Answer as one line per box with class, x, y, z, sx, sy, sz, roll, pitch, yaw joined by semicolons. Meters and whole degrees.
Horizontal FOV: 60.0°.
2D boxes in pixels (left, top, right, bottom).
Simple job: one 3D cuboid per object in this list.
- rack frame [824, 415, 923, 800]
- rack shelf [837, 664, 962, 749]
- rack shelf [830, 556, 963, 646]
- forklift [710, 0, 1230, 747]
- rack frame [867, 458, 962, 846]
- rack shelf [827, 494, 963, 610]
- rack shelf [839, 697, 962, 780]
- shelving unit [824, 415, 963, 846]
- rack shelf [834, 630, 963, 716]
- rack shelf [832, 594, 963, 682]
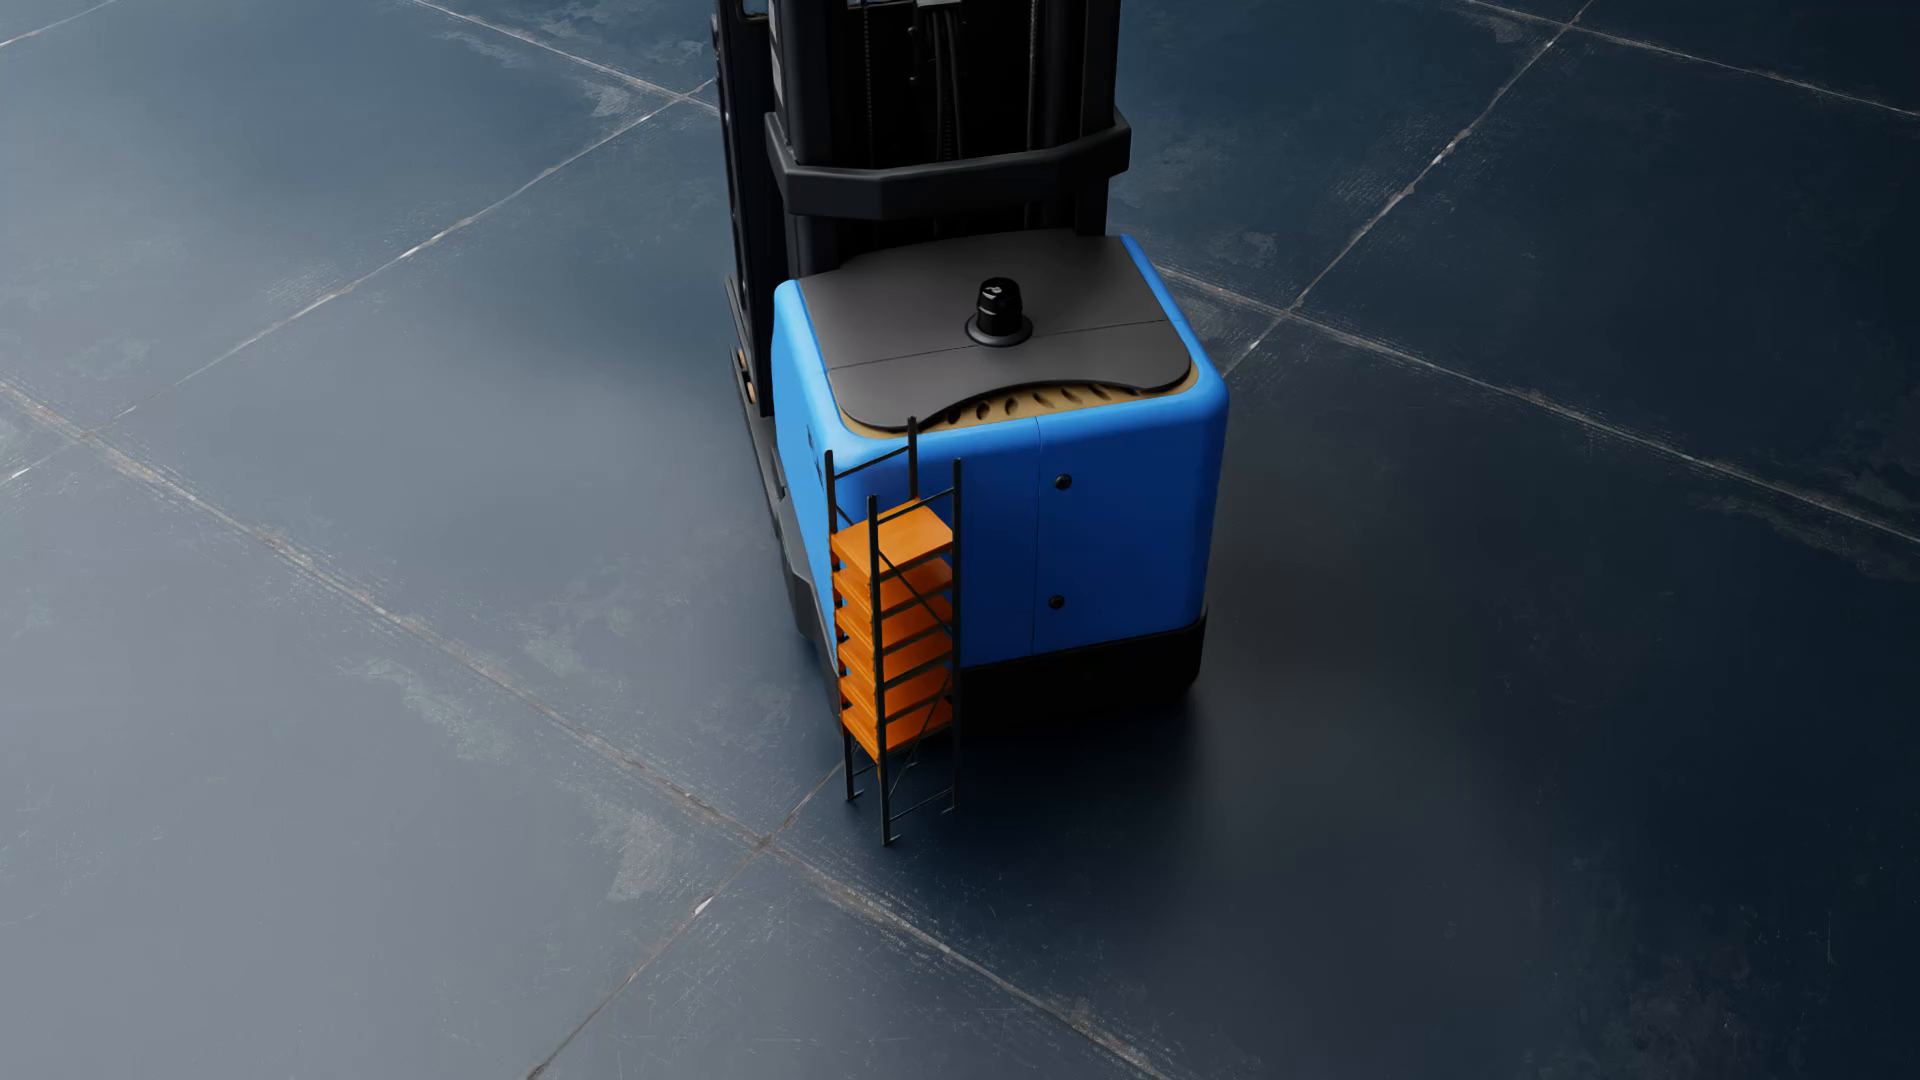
rack frame;-0.202;0.208;4.116;0.240;1.200;0.006;-24;47;-25
rack shelf;-0.151;0.381;4.170;0.258;0.103;0.180;-24;47;-25
rack shelf;-0.150;0.114;3.929;0.258;0.103;0.180;-24;47;-25
forklift;-0.175;-1.523;4.754;1.130;2.935;3.031;-10;43;-11
rack frame;-0.099;0.310;4.004;0.240;1.200;0.006;-24;47;-25
rack shelf;-0.150;0.025;3.849;0.258;0.103;0.180;-24;47;-25
rack shelf;-0.151;0.470;4.251;0.258;0.103;0.180;-24;47;-25
shelving unit;-0.150;0.259;4.060;0.258;1.200;0.189;-24;47;-25
rack shelf;-0.151;0.292;4.090;0.258;0.103;0.180;-24;47;-25
rack shelf;-0.150;0.203;4.009;0.258;0.103;0.180;-24;47;-25
